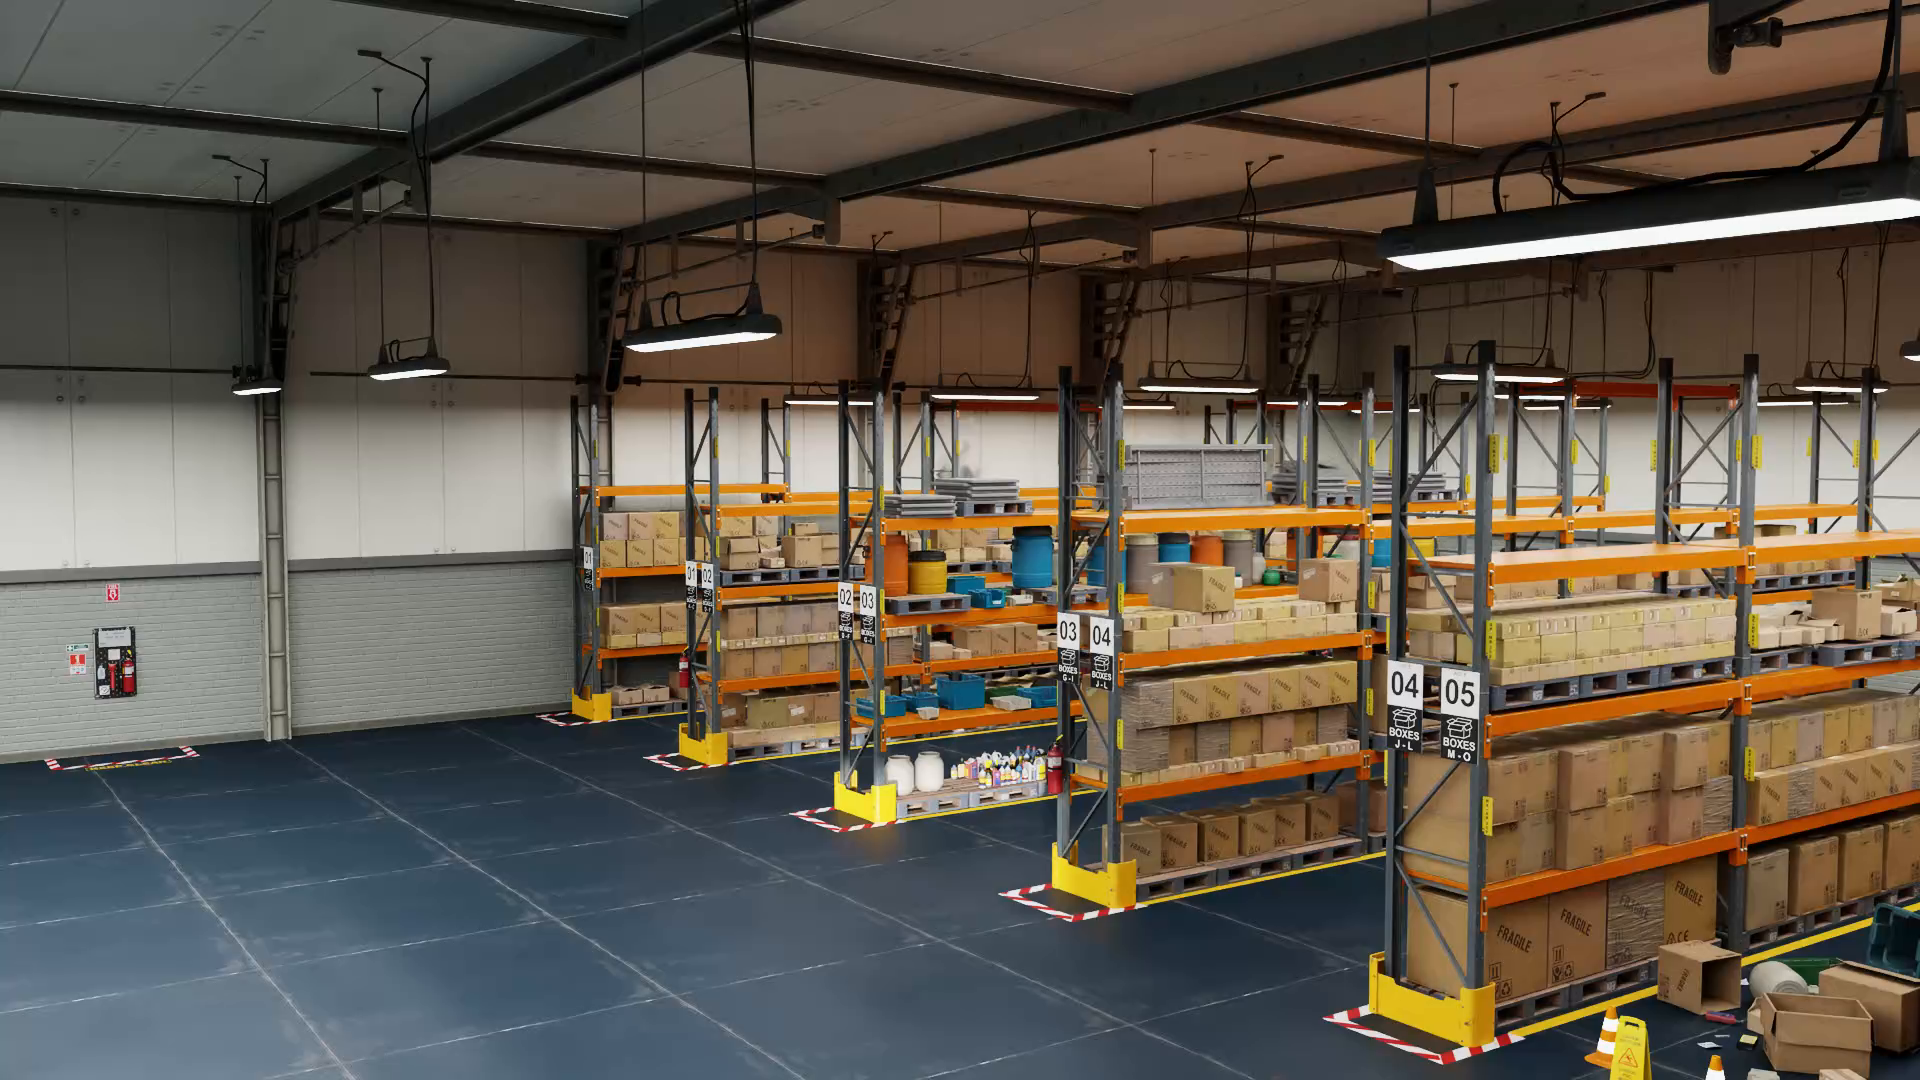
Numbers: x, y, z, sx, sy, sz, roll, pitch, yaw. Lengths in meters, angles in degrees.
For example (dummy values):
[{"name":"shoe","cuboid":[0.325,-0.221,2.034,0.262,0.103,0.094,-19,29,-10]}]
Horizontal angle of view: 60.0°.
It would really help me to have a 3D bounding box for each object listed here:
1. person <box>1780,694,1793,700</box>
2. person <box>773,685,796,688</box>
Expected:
[{"name":"person","cuboid":[11.749,2.967,23.709,0.518,1.555,0.536,-3,5,-42]},{"name":"person","cuboid":[-3.040,2.508,29.642,0.903,1.745,0.720,-3,5,-43]}]
